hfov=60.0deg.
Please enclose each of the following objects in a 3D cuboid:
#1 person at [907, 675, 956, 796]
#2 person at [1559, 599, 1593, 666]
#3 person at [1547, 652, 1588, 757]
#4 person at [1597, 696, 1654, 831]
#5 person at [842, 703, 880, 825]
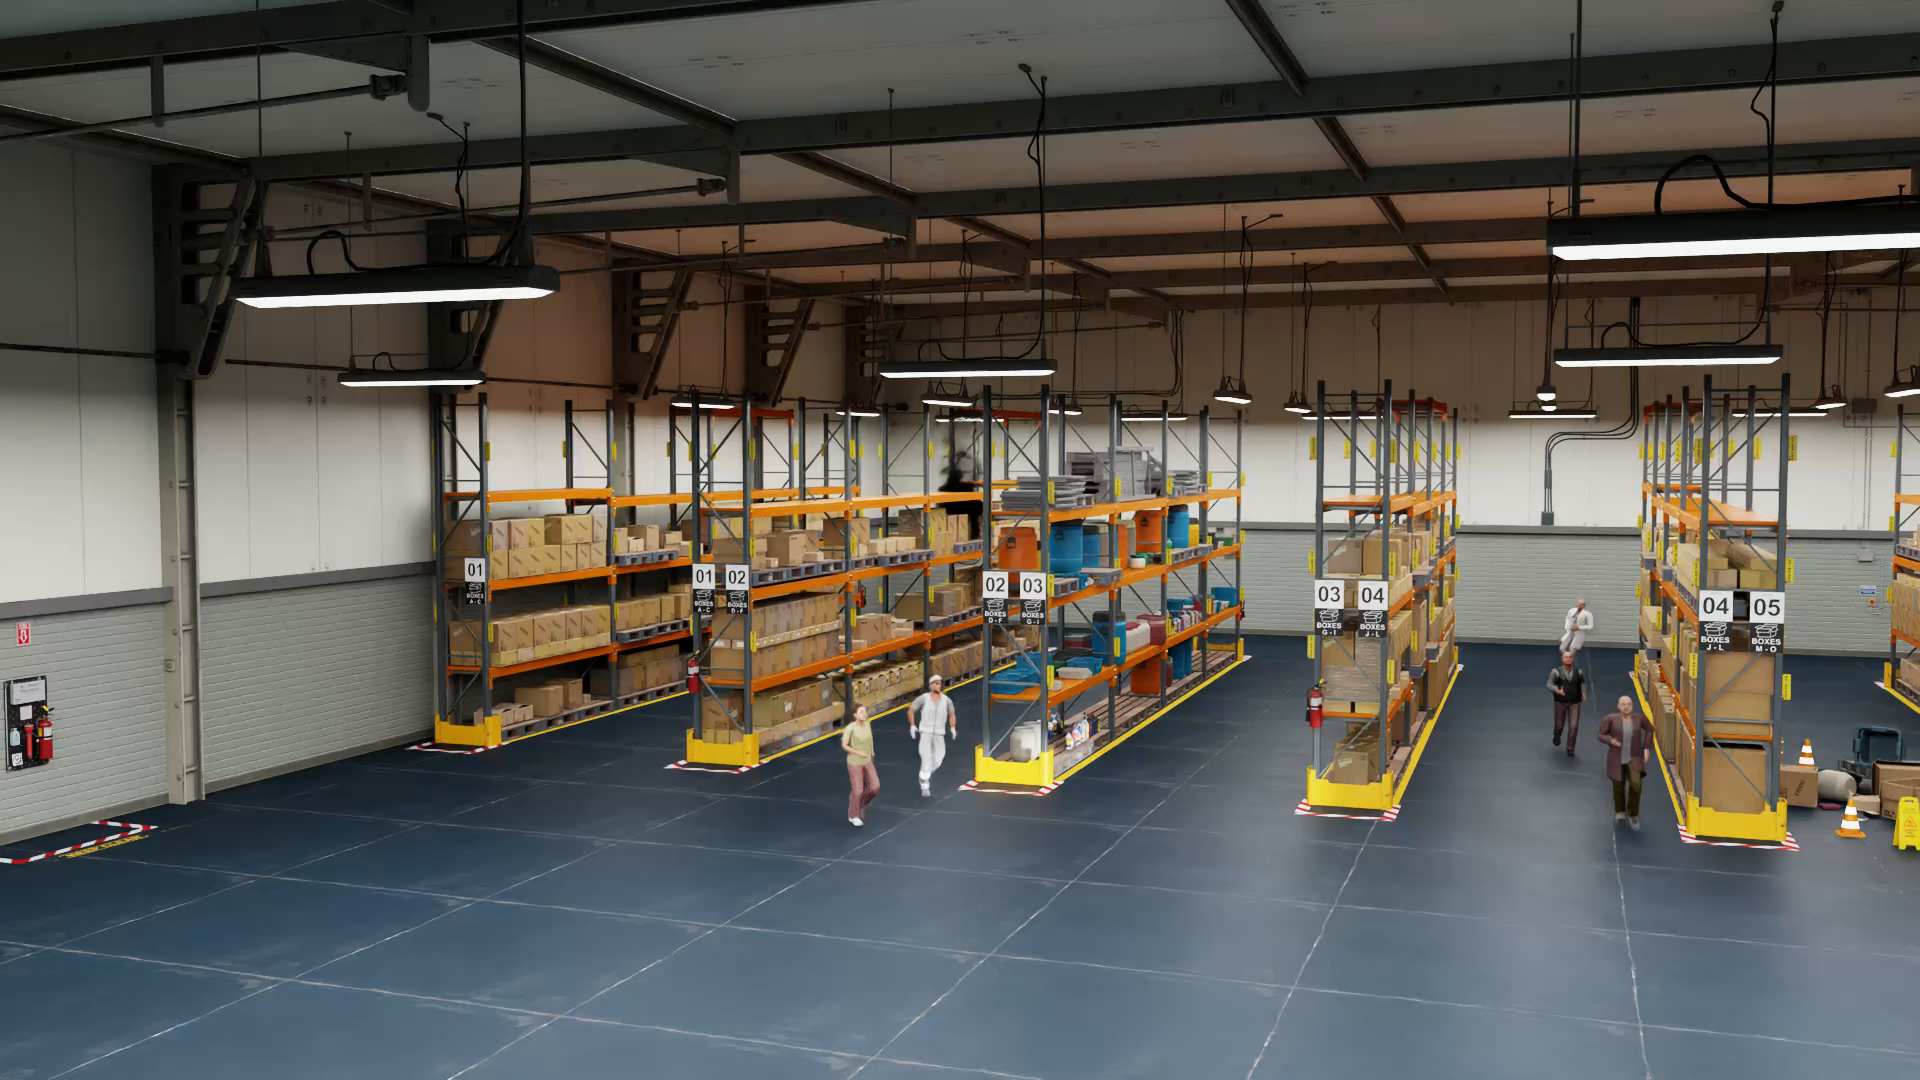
[{"bbox_3d":[-0.404,2.849,24.340,0.717,1.734,0.547,-1,3,-11],"label":"person"},{"bbox_3d":[13.871,2.168,37.499,0.588,1.655,0.797,-3,4,-41],"label":"person"},{"bbox_3d":[10.045,2.696,27.492,0.669,1.688,0.789,1,3,11],"label":"person"},{"bbox_3d":[8.865,2.953,22.153,0.718,1.782,0.871,1,3,19],"label":"person"},{"bbox_3d":[-1.304,2.996,22.246,0.602,1.639,0.544,-3,4,-41],"label":"person"}]
